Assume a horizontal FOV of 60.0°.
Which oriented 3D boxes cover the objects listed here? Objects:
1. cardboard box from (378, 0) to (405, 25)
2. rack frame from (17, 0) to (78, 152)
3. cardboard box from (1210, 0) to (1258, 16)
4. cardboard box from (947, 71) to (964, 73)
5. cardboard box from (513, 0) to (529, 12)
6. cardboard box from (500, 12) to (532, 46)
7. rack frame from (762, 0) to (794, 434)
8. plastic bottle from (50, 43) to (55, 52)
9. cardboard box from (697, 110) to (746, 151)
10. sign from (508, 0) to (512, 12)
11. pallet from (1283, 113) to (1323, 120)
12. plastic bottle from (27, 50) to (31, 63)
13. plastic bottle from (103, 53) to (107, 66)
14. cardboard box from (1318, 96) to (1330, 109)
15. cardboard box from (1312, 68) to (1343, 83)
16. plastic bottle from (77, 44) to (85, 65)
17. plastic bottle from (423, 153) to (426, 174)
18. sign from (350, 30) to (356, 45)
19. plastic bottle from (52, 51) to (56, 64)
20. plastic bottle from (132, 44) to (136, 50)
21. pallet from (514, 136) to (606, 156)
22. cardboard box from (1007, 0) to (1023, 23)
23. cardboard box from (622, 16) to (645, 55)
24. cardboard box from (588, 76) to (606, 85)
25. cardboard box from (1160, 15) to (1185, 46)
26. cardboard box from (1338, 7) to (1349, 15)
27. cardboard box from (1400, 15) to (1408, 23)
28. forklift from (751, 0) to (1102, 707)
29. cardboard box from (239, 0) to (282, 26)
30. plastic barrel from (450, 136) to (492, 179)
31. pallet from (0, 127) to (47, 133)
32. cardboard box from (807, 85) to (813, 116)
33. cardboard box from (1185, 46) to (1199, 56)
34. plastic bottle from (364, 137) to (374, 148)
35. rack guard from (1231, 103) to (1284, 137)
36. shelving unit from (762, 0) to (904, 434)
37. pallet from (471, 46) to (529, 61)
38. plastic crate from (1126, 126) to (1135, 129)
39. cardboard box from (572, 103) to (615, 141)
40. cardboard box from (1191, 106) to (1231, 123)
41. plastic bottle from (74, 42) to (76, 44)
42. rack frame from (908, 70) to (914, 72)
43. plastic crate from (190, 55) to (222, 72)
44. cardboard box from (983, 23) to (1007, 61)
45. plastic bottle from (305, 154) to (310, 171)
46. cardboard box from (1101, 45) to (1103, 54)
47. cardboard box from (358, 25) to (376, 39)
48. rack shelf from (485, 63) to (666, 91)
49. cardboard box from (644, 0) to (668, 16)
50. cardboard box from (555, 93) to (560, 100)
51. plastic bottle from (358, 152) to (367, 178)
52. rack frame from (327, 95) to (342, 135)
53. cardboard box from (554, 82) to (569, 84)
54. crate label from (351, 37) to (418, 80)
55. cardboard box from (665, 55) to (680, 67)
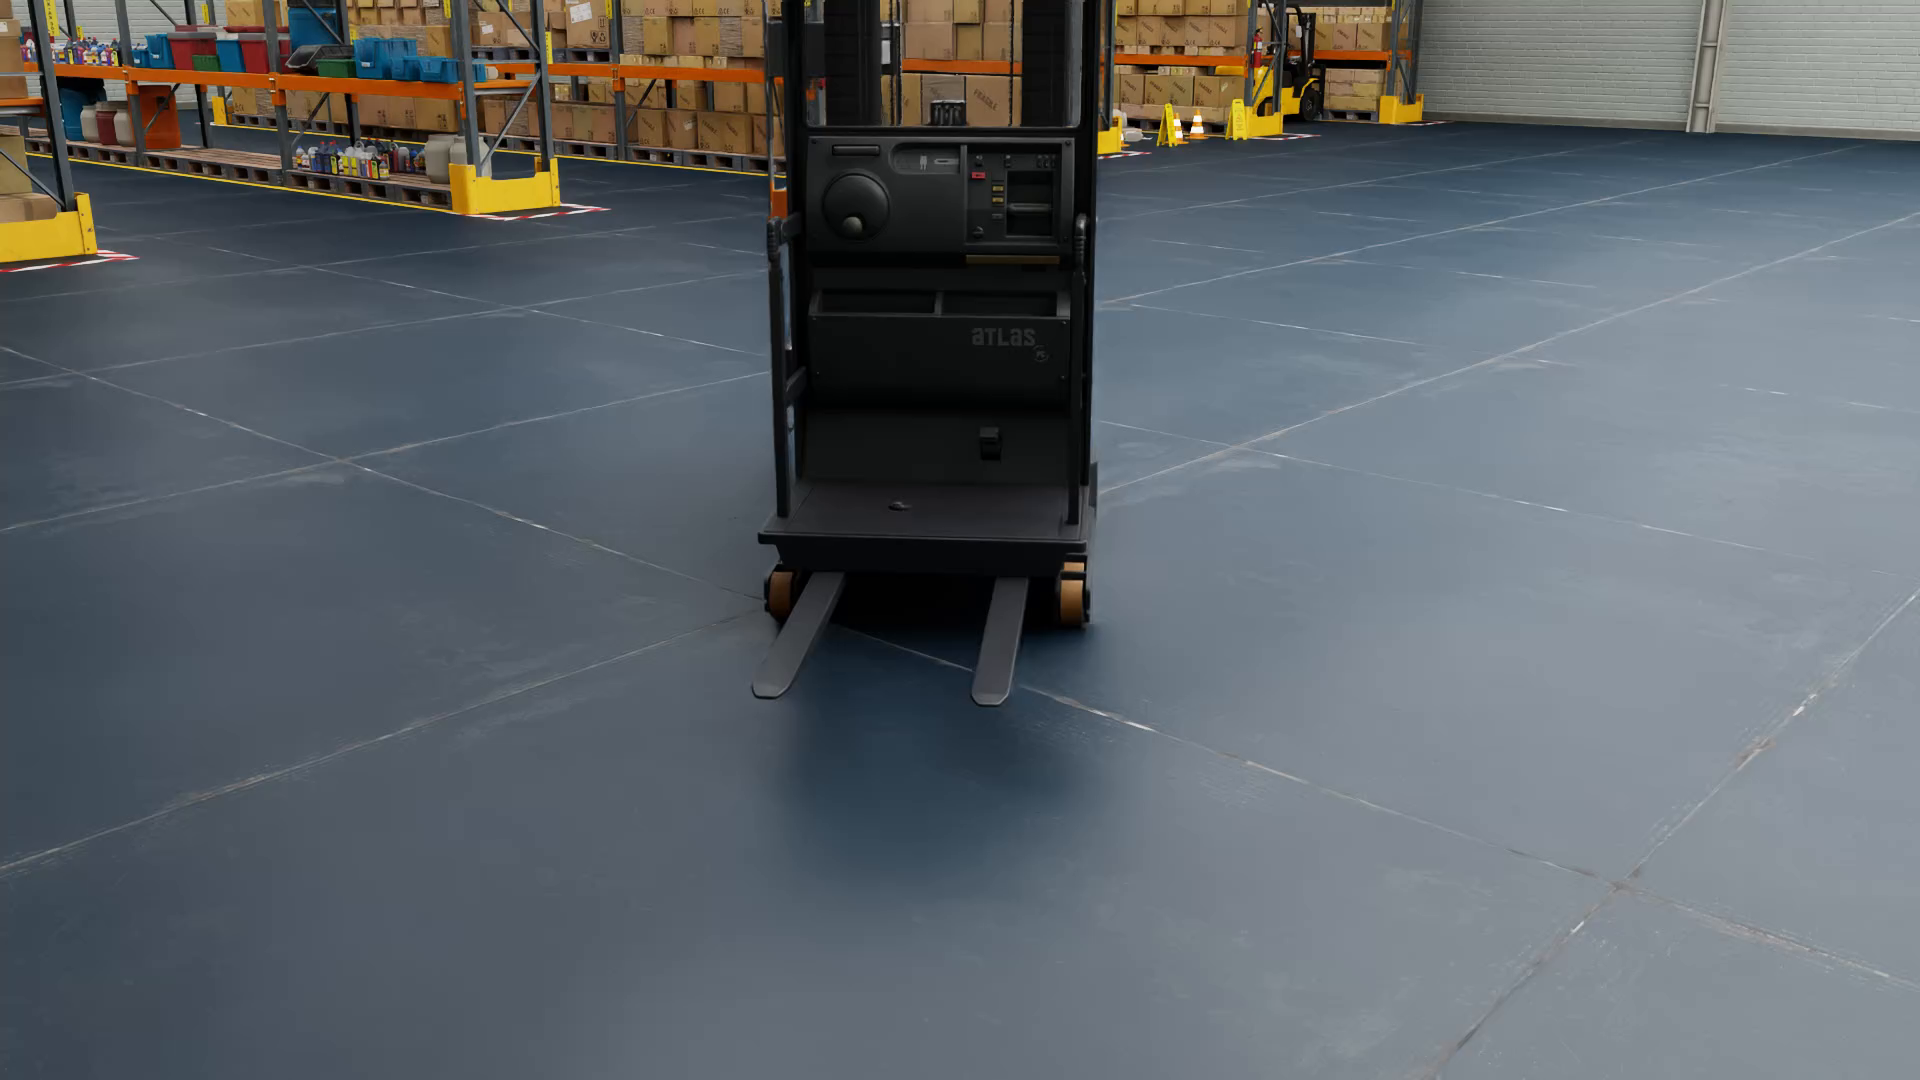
[{"bbox_3d":[-8.965,-8.628,27.017,0.637,0.503,0.797,16,24,41],"label":"cardboard box"},{"bbox_3d":[-13.717,-7.370,24.875,0.127,3.000,1.000,15,23,39],"label":"rack frame"},{"bbox_3d":[4.597,-9.042,27.835,0.500,0.500,0.700,14,23,38],"label":"cardboard box"},{"bbox_3d":[0.058,-10.612,38.530,0.500,0.500,0.500,15,23,39],"label":"cardboard box"},{"bbox_3d":[-8.356,-10.500,32.429,0.500,0.500,0.500,16,23,41],"label":"cardboard box"},{"bbox_3d":[-6.523,-7.746,25.202,0.700,0.500,0.500,-14,22,-38],"label":"cardboard box"},{"bbox_3d":[-0.781,-1.384,7.502,0.015,2.100,0.400,4,18,13],"label":"rack frame"},{"bbox_3d":[-12.931,-6.946,23.744,0.135,0.276,0.152,15,23,39],"label":"plastic bottle"},{"bbox_3d":[-3.223,-5.583,22.684,0.500,0.500,0.500,13,22,34],"label":"cardboard box"},{"bbox_3d":[-7.084,-8.326,26.105,0.005,0.325,0.100,15,23,39],"label":"sign"},{"bbox_3d":[6.908,-8.507,33.068,1.213,0.211,1.003,15,23,39],"label":"pallet"},{"bbox_3d":[-13.527,-7.059,24.225,0.097,0.201,0.097,0,18,0],"label":"plastic bottle"},{"bbox_3d":[-11.557,-6.530,22.558,0.097,0.201,0.097,0,18,0],"label":"plastic bottle"},{"bbox_3d":[7.121,-8.564,32.489,0.500,0.250,0.500,15,23,40],"label":"cardboard box"},{"bbox_3d":[7.095,-9.035,32.321,0.500,0.250,0.500,15,23,40],"label":"cardboard box"},{"bbox_3d":[-12.165,-6.725,23.037,0.133,0.283,0.061,15,23,39],"label":"plastic bottle"},{"bbox_3d":[-6.147,-4.373,19.215,0.097,0.271,0.097,0,18,0],"label":"plastic bottle"},{"bbox_3d":[-7.360,-6.018,20.157,0.005,0.325,0.100,15,23,39],"label":"sign"},{"bbox_3d":[-12.862,-6.881,23.662,0.097,0.201,0.097,0,18,0],"label":"plastic bottle"},{"bbox_3d":[-11.766,-6.927,23.692,0.097,0.271,0.097,0,18,0],"label":"plastic bottle"},{"bbox_3d":[-5.946,-5.956,25.030,1.213,0.211,1.003,15,23,39],"label":"pallet"},{"bbox_3d":[1.190,-7.942,24.645,0.550,0.550,0.875,15,23,39],"label":"cardboard box"},{"bbox_3d":[-4.150,-6.969,22.956,0.500,0.500,0.875,15,23,39],"label":"cardboard box"},{"bbox_3d":[-6.684,-8.750,31.423,0.500,0.250,0.500,14,22,37],"label":"cardboard box"},{"bbox_3d":[3.792,-8.762,28.605,0.500,0.500,0.500,15,23,39],"label":"cardboard box"},{"bbox_3d":[7.453,-10.125,31.829,0.250,0.149,0.380,15,23,40],"label":"cardboard box"},{"bbox_3d":[8.335,-9.931,31.706,0.250,0.149,0.380,14,23,38],"label":"cardboard box"},{"bbox_3d":[-0.087,-1.205,5.563,1.130,2.935,3.031,2,18,5],"label":"forklift"},{"bbox_3d":[-12.476,-9.361,29.665,0.500,0.500,0.500,14,23,38],"label":"cardboard box"},{"bbox_3d":[-5.284,-4.090,17.958,0.421,0.512,0.421,0,18,0],"label":"plastic barrel"},{"bbox_3d":[-15.209,-6.425,26.506,1.213,0.211,1.003,15,23,39],"label":"pallet"},{"bbox_3d":[-2.321,-7.413,28.035,0.750,0.750,1.050,15,23,39],"label":"cardboard box"},{"bbox_3d":[4.049,-8.357,28.401,0.250,0.149,0.380,16,23,40],"label":"cardboard box"},{"bbox_3d":[-7.060,-4.647,19.946,0.185,0.351,0.144,14,23,38],"label":"plastic bottle"},{"bbox_3d":[5.067,-7.147,28.305,0.348,0.500,1.175,15,23,39],"label":"rack guard"},{"bbox_3d":[-0.544,-1.366,7.446,0.503,2.100,0.431,4,18,13],"label":"shelving unit"},{"bbox_3d":[-6.834,-7.477,25.530,1.003,0.211,1.213,15,23,39],"label":"pallet"},{"bbox_3d":[2.762,-7.234,29.273,0.583,0.080,0.402,7,19,21],"label":"plastic crate"},{"bbox_3d":[-5.235,-6.131,24.375,0.500,0.500,0.700,15,23,39],"label":"cardboard box"},{"bbox_3d":[4.323,-7.319,28.566,0.500,0.250,0.500,15,23,39],"label":"cardboard box"},{"bbox_3d":[-13.207,-7.305,24.875,0.135,0.276,0.152,15,23,39],"label":"plastic bottle"},{"bbox_3d":[-1.078,-7.986,26.817,0.127,3.000,1.000,15,23,39],"label":"rack frame"},{"bbox_3d":[-9.223,-5.948,20.746,0.662,0.188,0.450,15,23,39],"label":"plastic crate"},{"bbox_3d":[0.845,-7.565,25.242,0.550,0.550,0.875,15,23,39],"label":"cardboard box"},{"bbox_3d":[-7.634,-4.435,19.528,0.097,0.201,0.097,0,18,0],"label":"plastic bottle"},{"bbox_3d":[2.597,-8.785,29.750,0.250,0.149,0.380,15,23,39],"label":"cardboard box"},{"bbox_3d":[-9.500,-8.188,27.287,0.500,0.500,0.500,14,23,38],"label":"cardboard box"},{"bbox_3d":[-5.941,-6.943,24.719,4.000,0.370,1.077,15,23,39],"label":"rack shelf"},{"bbox_3d":[-3.903,-7.302,22.352,0.500,0.500,0.500,15,23,39],"label":"cardboard box"},{"bbox_3d":[-7.718,-8.618,32.336,0.250,0.149,0.380,14,22,37],"label":"cardboard box"},{"bbox_3d":[-6.680,-4.226,18.745,0.135,0.276,0.152,14,22,38],"label":"plastic bottle"},{"bbox_3d":[-10.429,-8.490,28.406,0.127,3.000,1.000,15,23,39],"label":"rack frame"},{"bbox_3d":[-7.916,-9.058,33.231,0.250,0.149,0.380,16,23,40],"label":"cardboard box"},{"bbox_3d":[-6.298,-5.286,18.249,0.616,0.435,0.502,15,23,39],"label":"crate label"},{"bbox_3d":[-3.748,-6.449,22.388,0.250,0.149,0.380,15,23,39],"label":"cardboard box"}]
